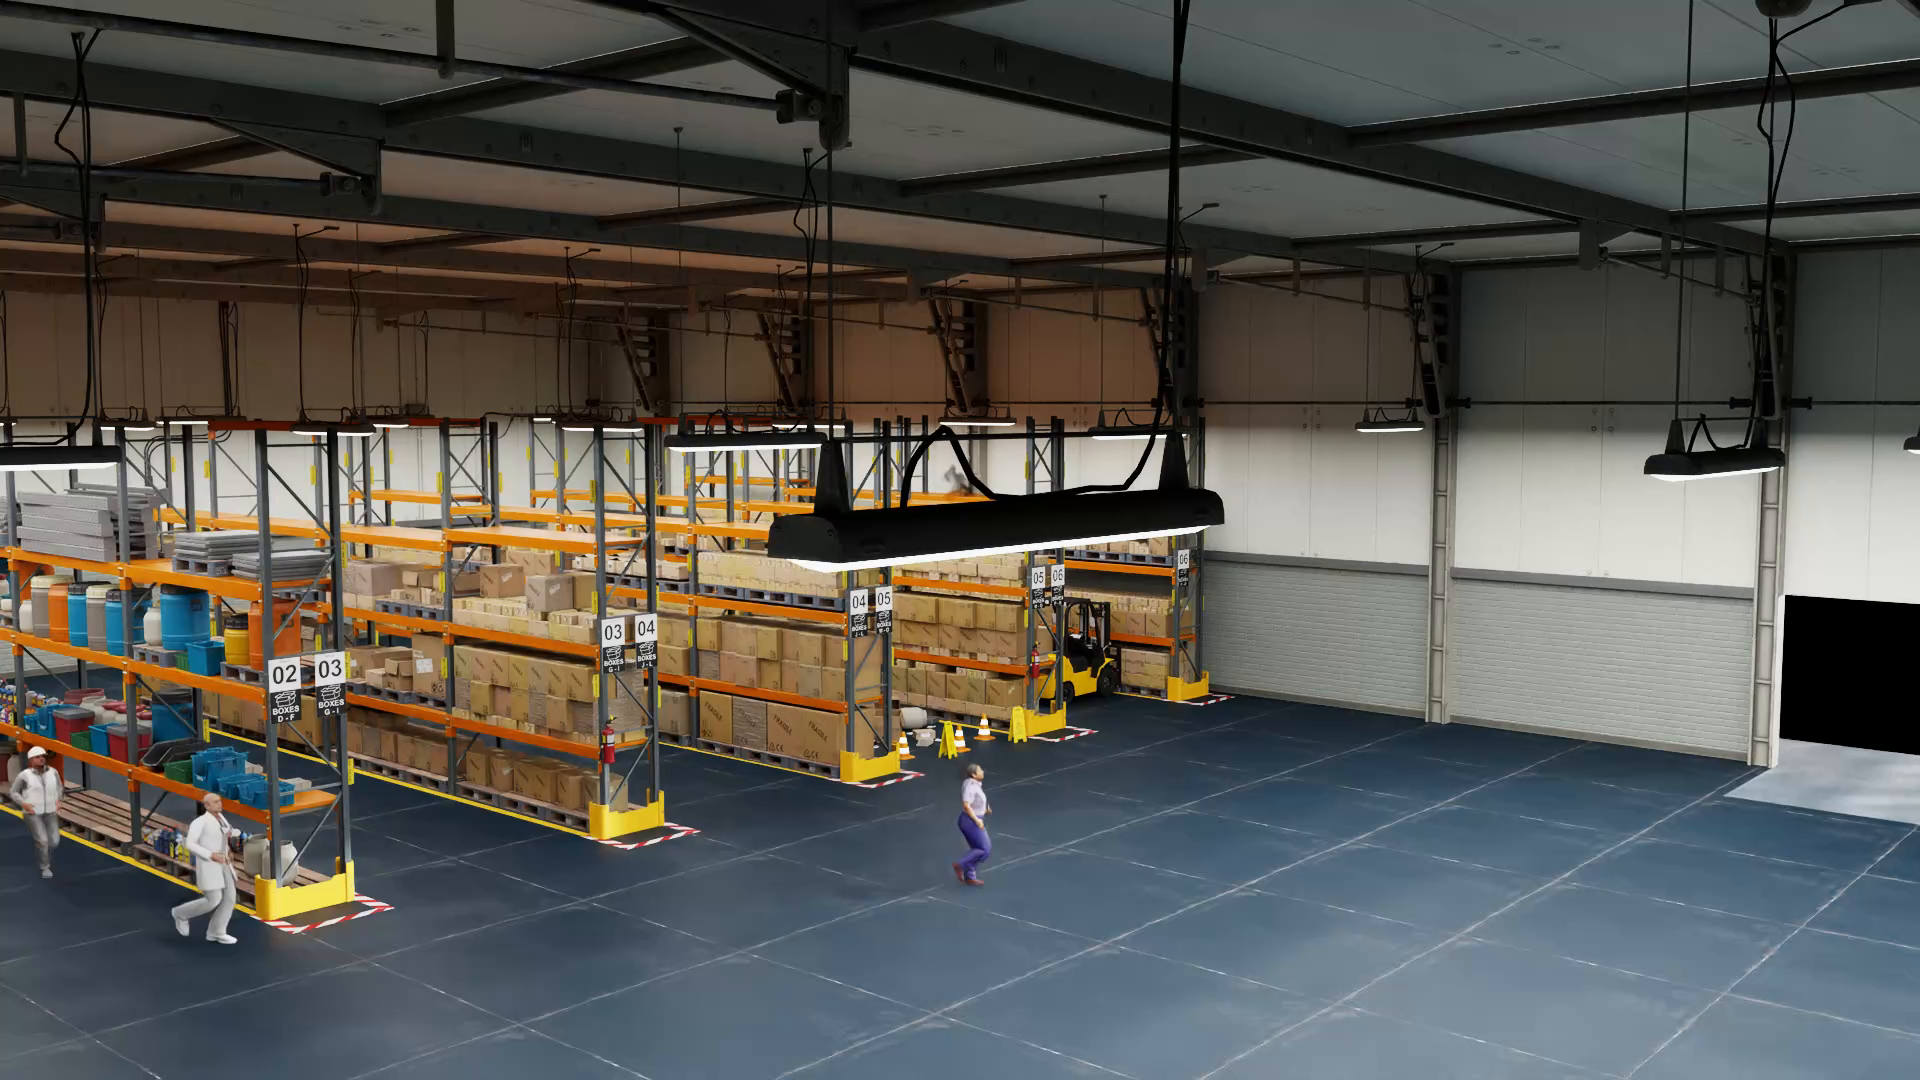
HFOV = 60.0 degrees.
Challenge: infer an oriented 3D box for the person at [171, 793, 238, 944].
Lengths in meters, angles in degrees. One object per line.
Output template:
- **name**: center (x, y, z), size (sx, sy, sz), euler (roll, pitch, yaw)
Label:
- **person**: center (-8.848, 3.846, 19.571), size (0.760, 1.754, 0.732), euler (1, 5, 9)

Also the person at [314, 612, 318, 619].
- **person**: center (-14.911, 2.323, 38.715), size (0.598, 1.572, 0.782), euler (2, 5, 25)

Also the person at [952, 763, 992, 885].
- **person**: center (0.155, 3.726, 21.806), size (0.586, 1.617, 0.598), euler (-1, 5, -11)

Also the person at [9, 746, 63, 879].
- **person**: center (-12.319, 3.619, 22.217), size (0.617, 1.746, 0.670), euler (4, 6, 39)
